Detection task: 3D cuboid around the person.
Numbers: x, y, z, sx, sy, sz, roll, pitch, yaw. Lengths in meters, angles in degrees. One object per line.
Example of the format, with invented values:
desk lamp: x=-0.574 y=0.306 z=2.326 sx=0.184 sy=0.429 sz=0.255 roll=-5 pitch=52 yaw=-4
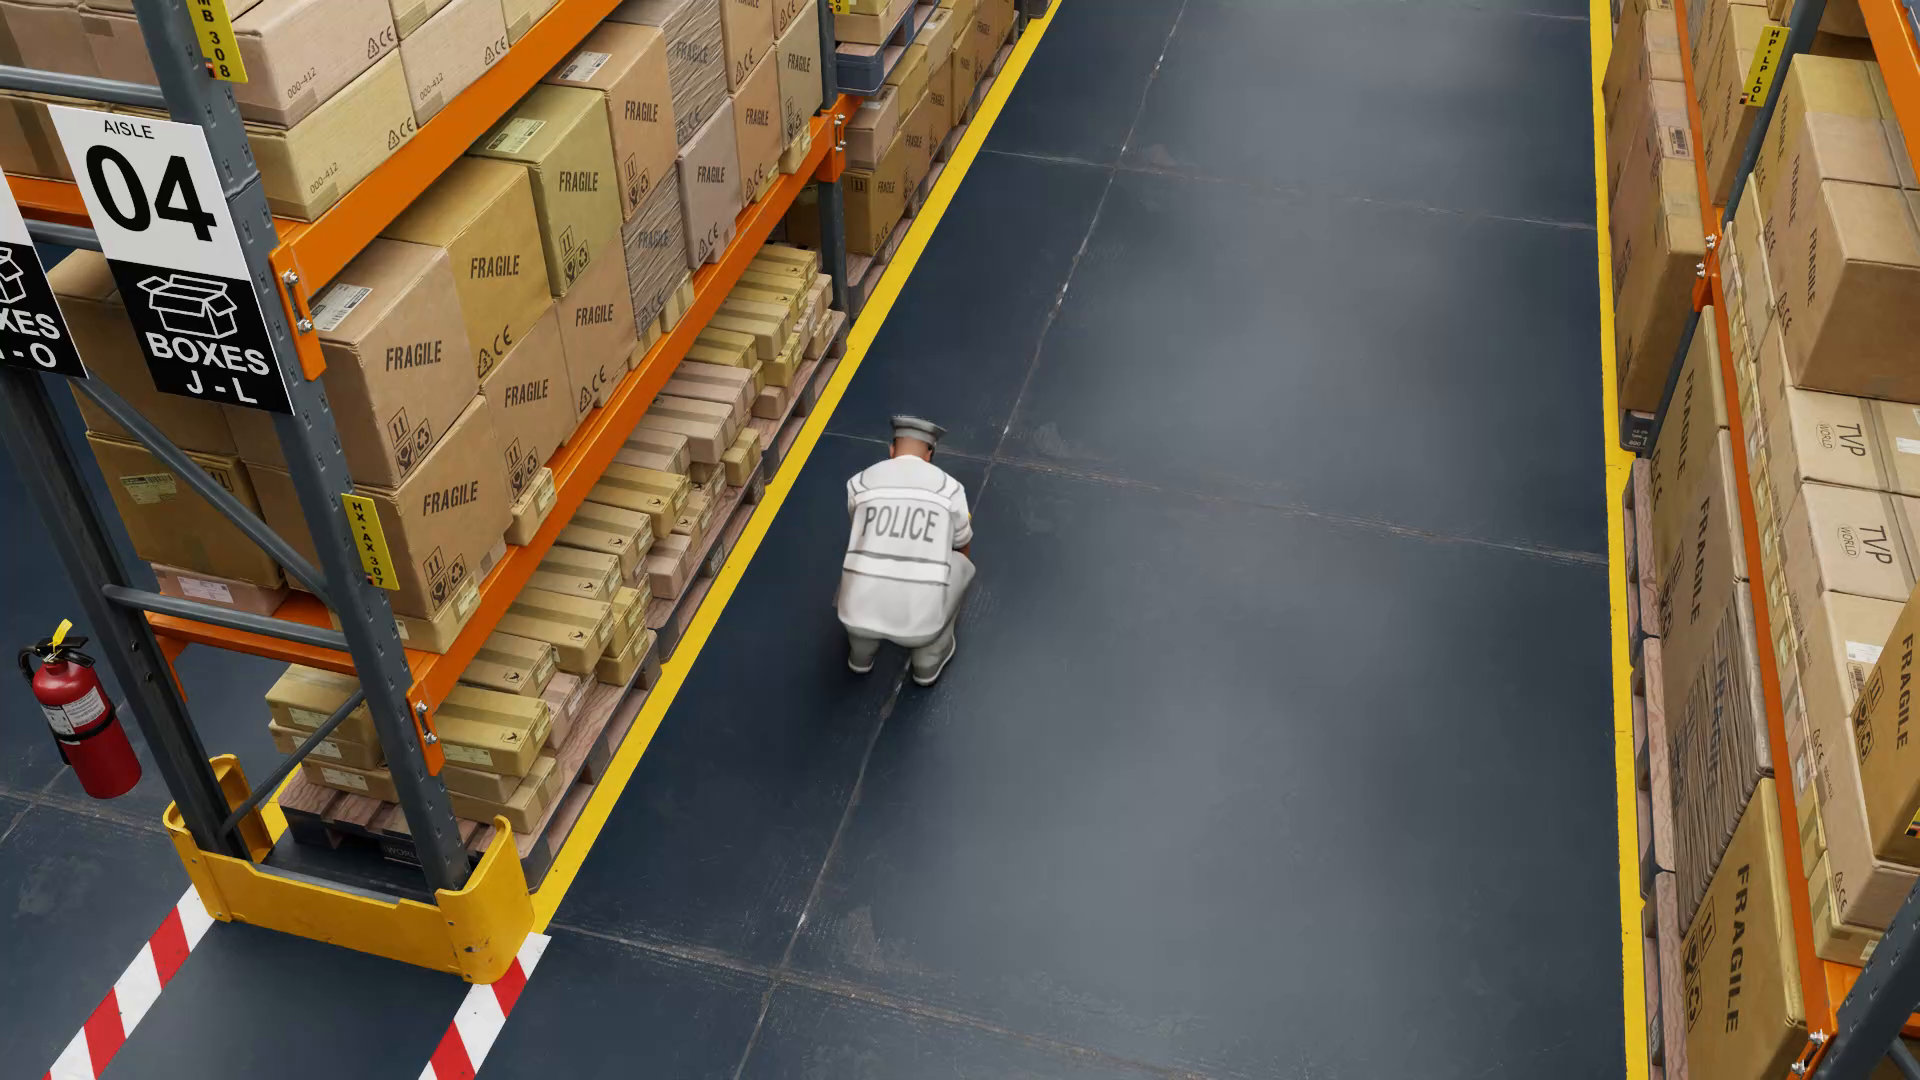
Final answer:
person: x=-0.217 y=0.065 z=6.796 sx=0.548 sy=0.901 sz=0.968 roll=9 pitch=42 yaw=10
